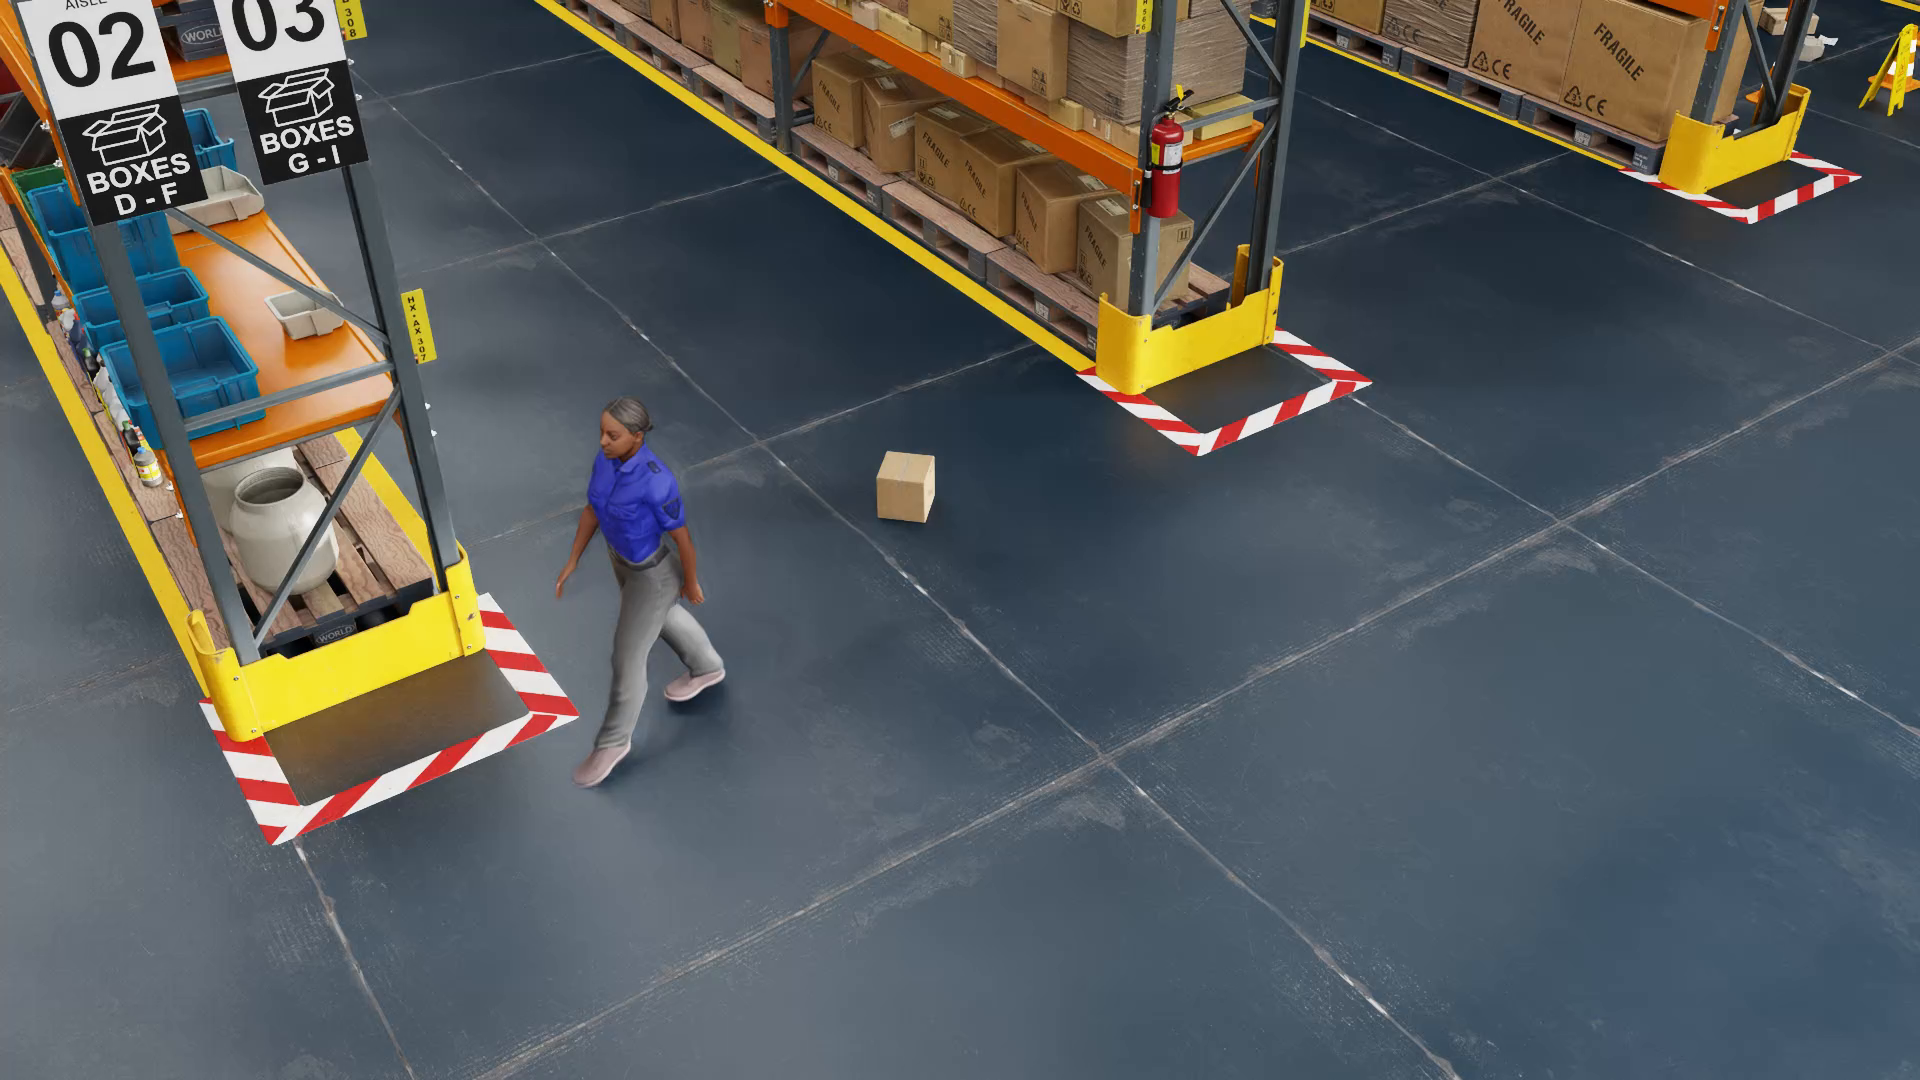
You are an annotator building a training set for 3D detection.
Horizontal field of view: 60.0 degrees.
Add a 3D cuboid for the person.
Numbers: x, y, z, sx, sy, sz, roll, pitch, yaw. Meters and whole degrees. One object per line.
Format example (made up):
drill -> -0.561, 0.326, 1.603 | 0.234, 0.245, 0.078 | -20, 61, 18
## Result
person -> -1.364, 0.162, 6.793 | 0.855, 1.656, 0.457 | -26, 44, -31
